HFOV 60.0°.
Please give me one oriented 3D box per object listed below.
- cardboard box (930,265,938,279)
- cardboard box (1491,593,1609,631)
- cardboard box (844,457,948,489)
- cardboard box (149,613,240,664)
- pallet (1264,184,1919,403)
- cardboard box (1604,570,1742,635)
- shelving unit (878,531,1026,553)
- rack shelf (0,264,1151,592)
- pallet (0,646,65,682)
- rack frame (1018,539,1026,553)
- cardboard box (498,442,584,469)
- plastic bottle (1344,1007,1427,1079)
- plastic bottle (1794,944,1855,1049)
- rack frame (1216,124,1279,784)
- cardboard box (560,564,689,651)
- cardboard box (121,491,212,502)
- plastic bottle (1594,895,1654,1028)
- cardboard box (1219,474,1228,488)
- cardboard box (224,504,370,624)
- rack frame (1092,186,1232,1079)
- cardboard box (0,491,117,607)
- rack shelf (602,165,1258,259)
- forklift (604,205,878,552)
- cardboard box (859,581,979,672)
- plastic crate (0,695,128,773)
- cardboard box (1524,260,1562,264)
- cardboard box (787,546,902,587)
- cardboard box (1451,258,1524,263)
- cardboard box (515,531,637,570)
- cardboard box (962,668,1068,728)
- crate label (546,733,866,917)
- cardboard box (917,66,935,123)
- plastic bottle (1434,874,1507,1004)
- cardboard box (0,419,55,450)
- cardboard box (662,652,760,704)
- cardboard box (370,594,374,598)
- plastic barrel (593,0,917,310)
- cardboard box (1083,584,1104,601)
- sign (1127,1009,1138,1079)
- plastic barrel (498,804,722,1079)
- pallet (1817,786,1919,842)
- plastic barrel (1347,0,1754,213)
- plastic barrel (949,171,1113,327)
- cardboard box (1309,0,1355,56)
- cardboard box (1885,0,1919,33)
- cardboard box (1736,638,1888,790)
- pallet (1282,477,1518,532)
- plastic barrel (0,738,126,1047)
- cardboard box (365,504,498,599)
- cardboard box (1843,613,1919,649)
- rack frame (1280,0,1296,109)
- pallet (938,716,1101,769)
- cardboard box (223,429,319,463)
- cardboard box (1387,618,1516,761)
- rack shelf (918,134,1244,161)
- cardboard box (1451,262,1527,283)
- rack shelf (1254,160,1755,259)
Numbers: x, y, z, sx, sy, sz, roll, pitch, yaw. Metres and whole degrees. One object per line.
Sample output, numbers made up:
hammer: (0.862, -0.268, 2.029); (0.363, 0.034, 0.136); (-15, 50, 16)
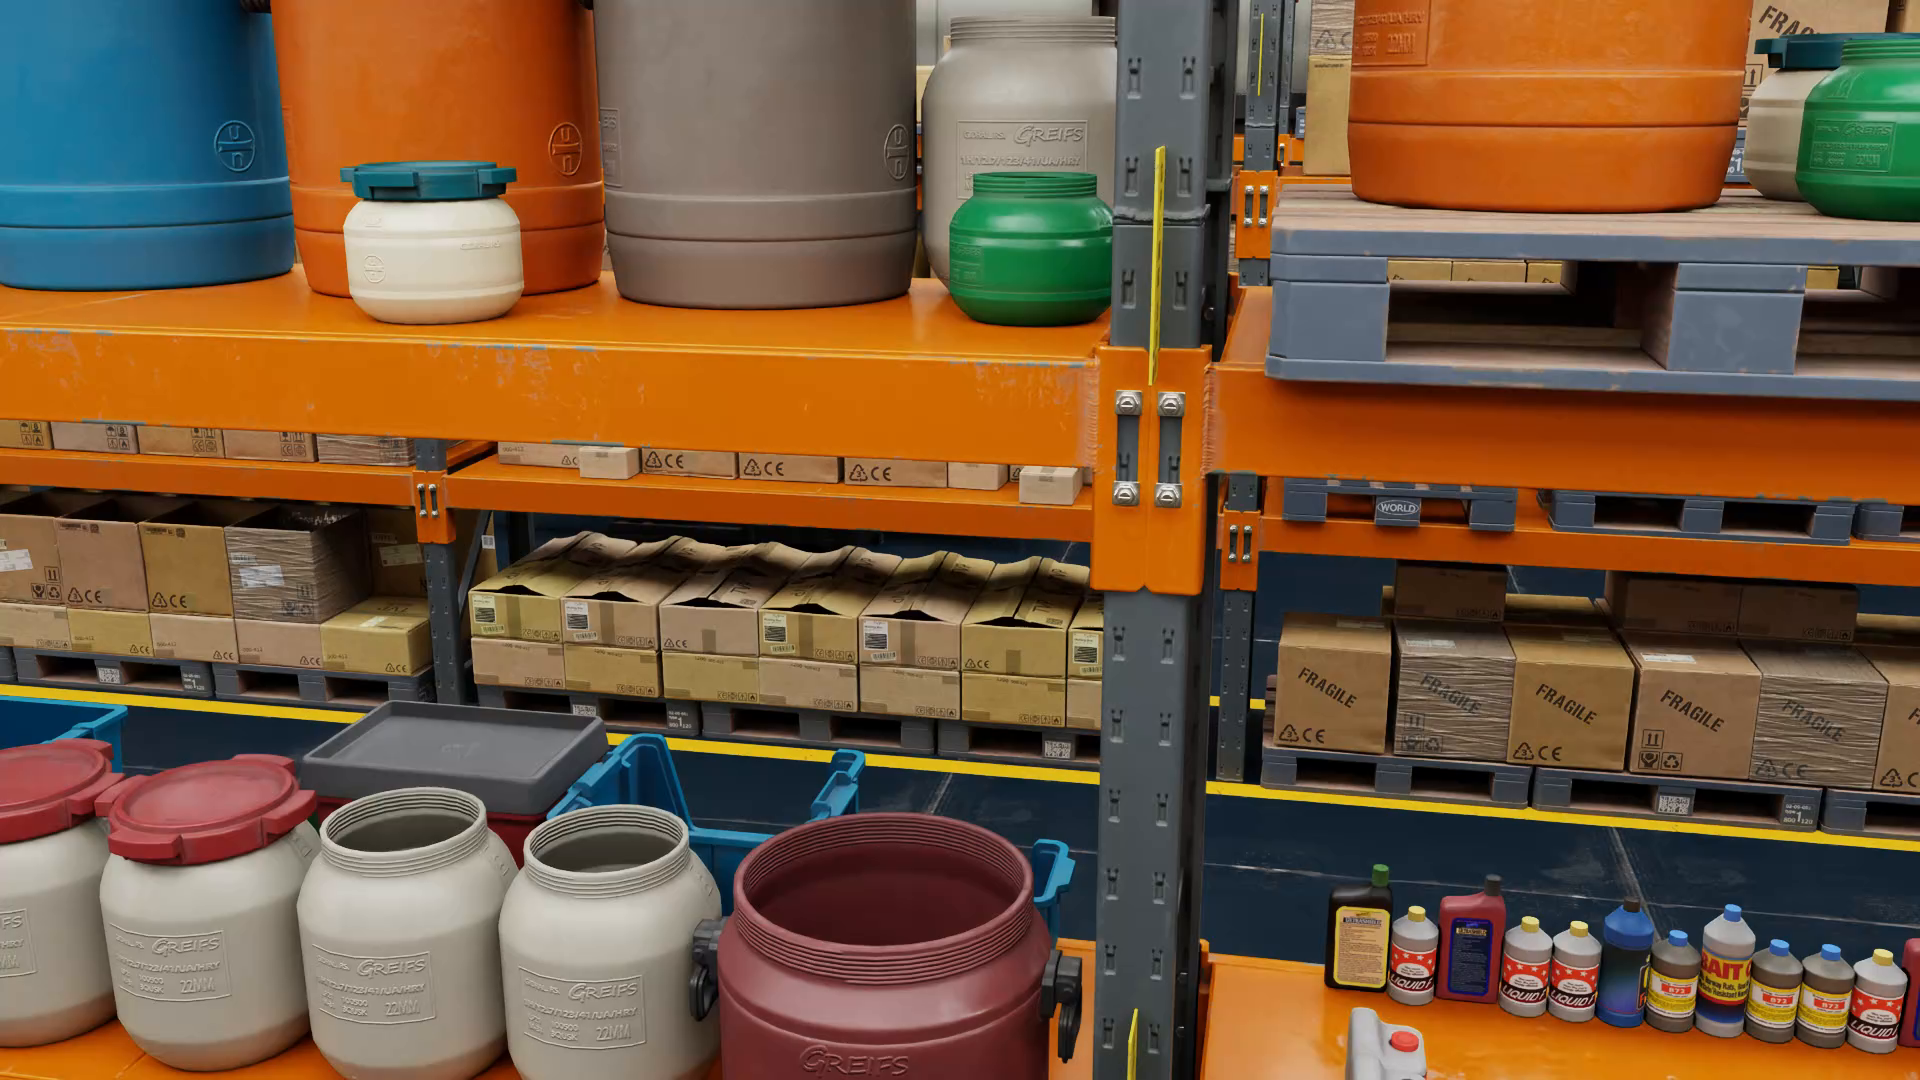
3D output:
cardboard box: (0.124, -2.104, 12.958); (0.500, 0.500, 0.700); (5, 16, 19)
cardboard box: (2.841, 0.579, 8.141); (0.500, 0.500, 0.500); (3, 16, 9)
cardboard box: (-0.277, -0.563, 8.217); (0.500, 0.500, 0.500); (2, 16, 8)
cardboard box: (-4.028, 0.461, 9.073); (0.500, 0.250, 0.500); (3, 16, 11)
pallet: (1.110, -0.422, 2.632); (1.213, 0.211, 1.003); (3, 16, 11)
cardboard box: (3.393, 0.245, 7.941); (0.500, 0.250, 0.500); (3, 16, 10)
shelving unit: (-0.020, -0.723, 11.794); (1.048, 1.500, 0.538); (3, 16, 12)
rack shelf: (-1.580, -0.339, 3.326); (4.000, 0.370, 1.077); (3, 16, 11)
pallet: (-5.711, 0.518, 9.725); (1.213, 0.211, 1.003); (3, 16, 11)
rack frame: (0.477, -0.695, 11.692); (0.032, 1.500, 0.500); (3, 16, 12)
cardboard box: (-2.058, -0.555, 8.659); (0.500, 0.250, 0.500); (4, 16, 15)
plastic bottle: (0.770, 0.994, 3.018); (0.135, 0.276, 0.152); (3, 16, 11)
plastic bottle: (1.769, 0.926, 3.402); (0.097, 0.201, 0.097); (0, 15, 0)
rack frame: (1.371, -0.430, 7.924); (0.127, 3.000, 1.000); (3, 16, 11)
cardboard box: (-1.704, 0.325, 8.512); (0.500, 0.311, 0.500); (3, 16, 10)
cardboard box: (-4.411, -0.067, 9.573); (0.500, 0.500, 0.500); (3, 16, 11)
plastic bottle: (1.388, 0.872, 3.468); (0.097, 0.271, 0.097); (0, 15, 0)
cardboard box: (1.023, -0.417, 8.047); (0.500, 0.311, 0.500); (4, 16, 15)
cardboard box: (-3.535, 0.122, 8.892); (0.500, 0.500, 0.500); (3, 16, 11)
rack frame: (0.380, 0.866, 3.247); (0.127, 3.000, 1.000); (3, 16, 11)
cardboard box: (-5.005, 0.042, 9.180); (0.500, 0.500, 0.500); (3, 16, 11)
rack shelf: (-0.589, -1.635, 8.003); (4.000, 0.370, 1.077); (3, 16, 11)
forklift: (-2.042, -1.510, 11.954); (3.031, 2.935, 1.130); (3, 16, 12)
cardboard box: (-0.196, 0.406, 8.221); (0.500, 0.311, 0.500); (3, 16, 11)
plastic crate: (-2.397, 0.638, 4.099); (0.575, 0.384, 0.392); (3, 16, 11)
cardboard box: (4.267, -2.117, 11.829); (0.500, 0.250, 0.500); (3, 16, 10)
cardboard box: (-0.604, 0.238, 8.829); (0.500, 0.311, 0.500); (3, 16, 10)
cardboard box: (3.765, -2.143, 11.921); (0.500, 0.250, 0.500); (3, 16, 11)
cardboard box: (-2.095, 0.157, 9.121); (0.500, 0.311, 0.500); (3, 16, 11)
cardboard box: (0.301, 0.703, 8.201); (0.500, 0.250, 0.500); (3, 16, 10)
crate label: (-0.540, 0.725, 3.688); (0.616, 0.435, 0.502); (3, 16, 11)
cardboard box: (-0.161, -2.071, 7.725); (0.500, 0.250, 0.500); (3, 16, 10)
plastic bottle: (1.087, 0.844, 3.543); (0.133, 0.283, 0.061); (3, 16, 11)
cardboard box: (-5.013, -0.821, 9.148); (0.500, 0.500, 0.700); (3, 16, 11)
cardboard box: (-1.194, 0.621, 8.495); (0.500, 0.250, 0.500); (3, 16, 9)
cardboard box: (-3.432, 0.348, 9.479); (0.500, 0.250, 0.500); (3, 16, 11)
plastic barrel: (-0.382, -0.922, 3.142); (0.600, 0.901, 0.600); (0, 15, 0)
cardboard box: (0.916, 0.318, 8.538); (0.500, 0.311, 0.500); (4, 16, 13)
sign: (0.277, 0.932, 2.704); (0.005, 0.325, 0.100); (3, 16, 11)
plastic barrel: (-0.671, 0.813, 3.227); (0.421, 0.512, 0.421); (0, 15, 0)
pallet: (4.486, 1.094, 7.648); (1.213, 0.211, 1.003); (3, 16, 11)
plastic barrel: (0.936, -0.958, 2.621); (0.708, 0.830, 0.600); (3, 16, 11)
plastic barrel: (0.128, -0.504, 2.866); (0.294, 0.245, 0.294); (0, 15, 0)
cardboard box: (1.797, -2.380, 7.287); (0.500, 0.500, 0.500); (3, 16, 11)
cardboard box: (4.152, -2.037, 6.945); (0.600, 0.600, 0.600); (3, 16, 10)
cardboard box: (3.776, 0.769, 7.454); (0.500, 0.500, 0.500); (3, 16, 12)
pallet: (2.049, -0.319, 7.885); (1.003, 0.211, 1.213); (3, 16, 11)
plastic barrel: (-1.927, 0.735, 3.465); (0.433, 0.535, 0.433); (0, 15, 0)
cardboard box: (-2.941, 0.012, 9.287); (0.500, 0.500, 0.500); (3, 16, 11)
cardboard box: (4.340, 0.661, 7.845); (0.500, 0.500, 0.500); (3, 16, 12)
rack frame: (2.354, -4.617, 11.802); (0.127, 3.000, 1.000); (3, 16, 11)
pallet: (0.572, 0.860, 8.491); (1.213, 0.211, 1.003); (3, 16, 11)
cardboard box: (-3.503, -0.739, 8.853); (0.500, 0.500, 0.700); (3, 16, 11)
cardboard box: (2.274, 0.688, 7.746); (0.500, 0.500, 0.500); (3, 16, 9)
rack shelf: (0.394, -2.931, 12.682); (4.000, 0.370, 1.077); (3, 16, 11)
cardboard box: (3.777, -1.777, 12.006); (0.500, 0.500, 0.500); (3, 16, 11)
rack shelf: (3.331, -1.422, 7.235); (4.000, 0.370, 1.077); (3, 16, 11)
